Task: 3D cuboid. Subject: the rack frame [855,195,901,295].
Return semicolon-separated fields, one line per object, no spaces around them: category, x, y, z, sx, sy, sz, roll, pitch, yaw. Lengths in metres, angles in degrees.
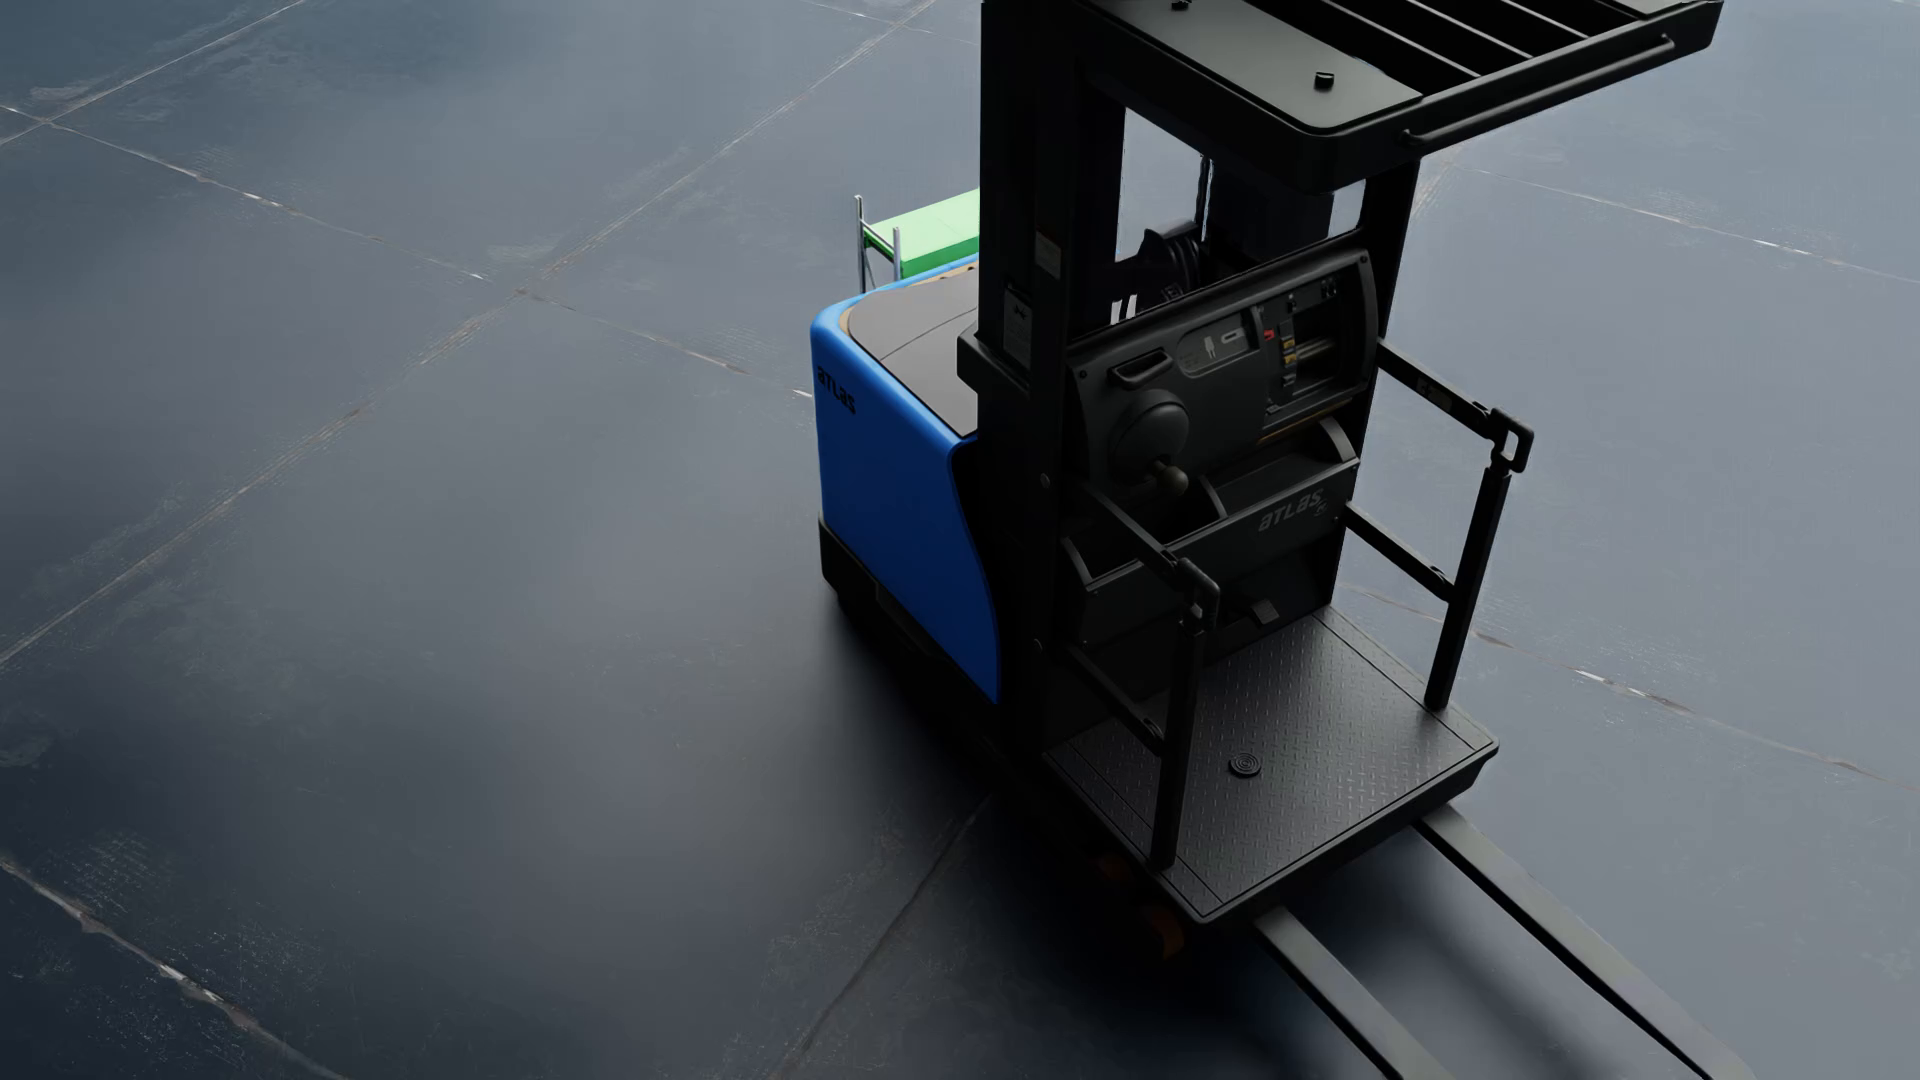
rack frame;-0.252;-0.550;5.466;0.015;1.200;0.240;-24;47;-25

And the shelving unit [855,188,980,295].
shelving unit;-0.050;-0.640;5.568;0.503;1.200;0.258;-24;47;-25

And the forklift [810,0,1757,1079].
forklift;0.780;-0.334;3.911;1.130;2.935;3.031;-24;47;-25

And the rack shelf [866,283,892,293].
rack shelf;-0.050;-0.772;5.452;0.480;0.148;0.258;-24;47;-25

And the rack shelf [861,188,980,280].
rack shelf;-0.050;-0.952;5.294;0.480;0.148;0.258;-24;47;-25
